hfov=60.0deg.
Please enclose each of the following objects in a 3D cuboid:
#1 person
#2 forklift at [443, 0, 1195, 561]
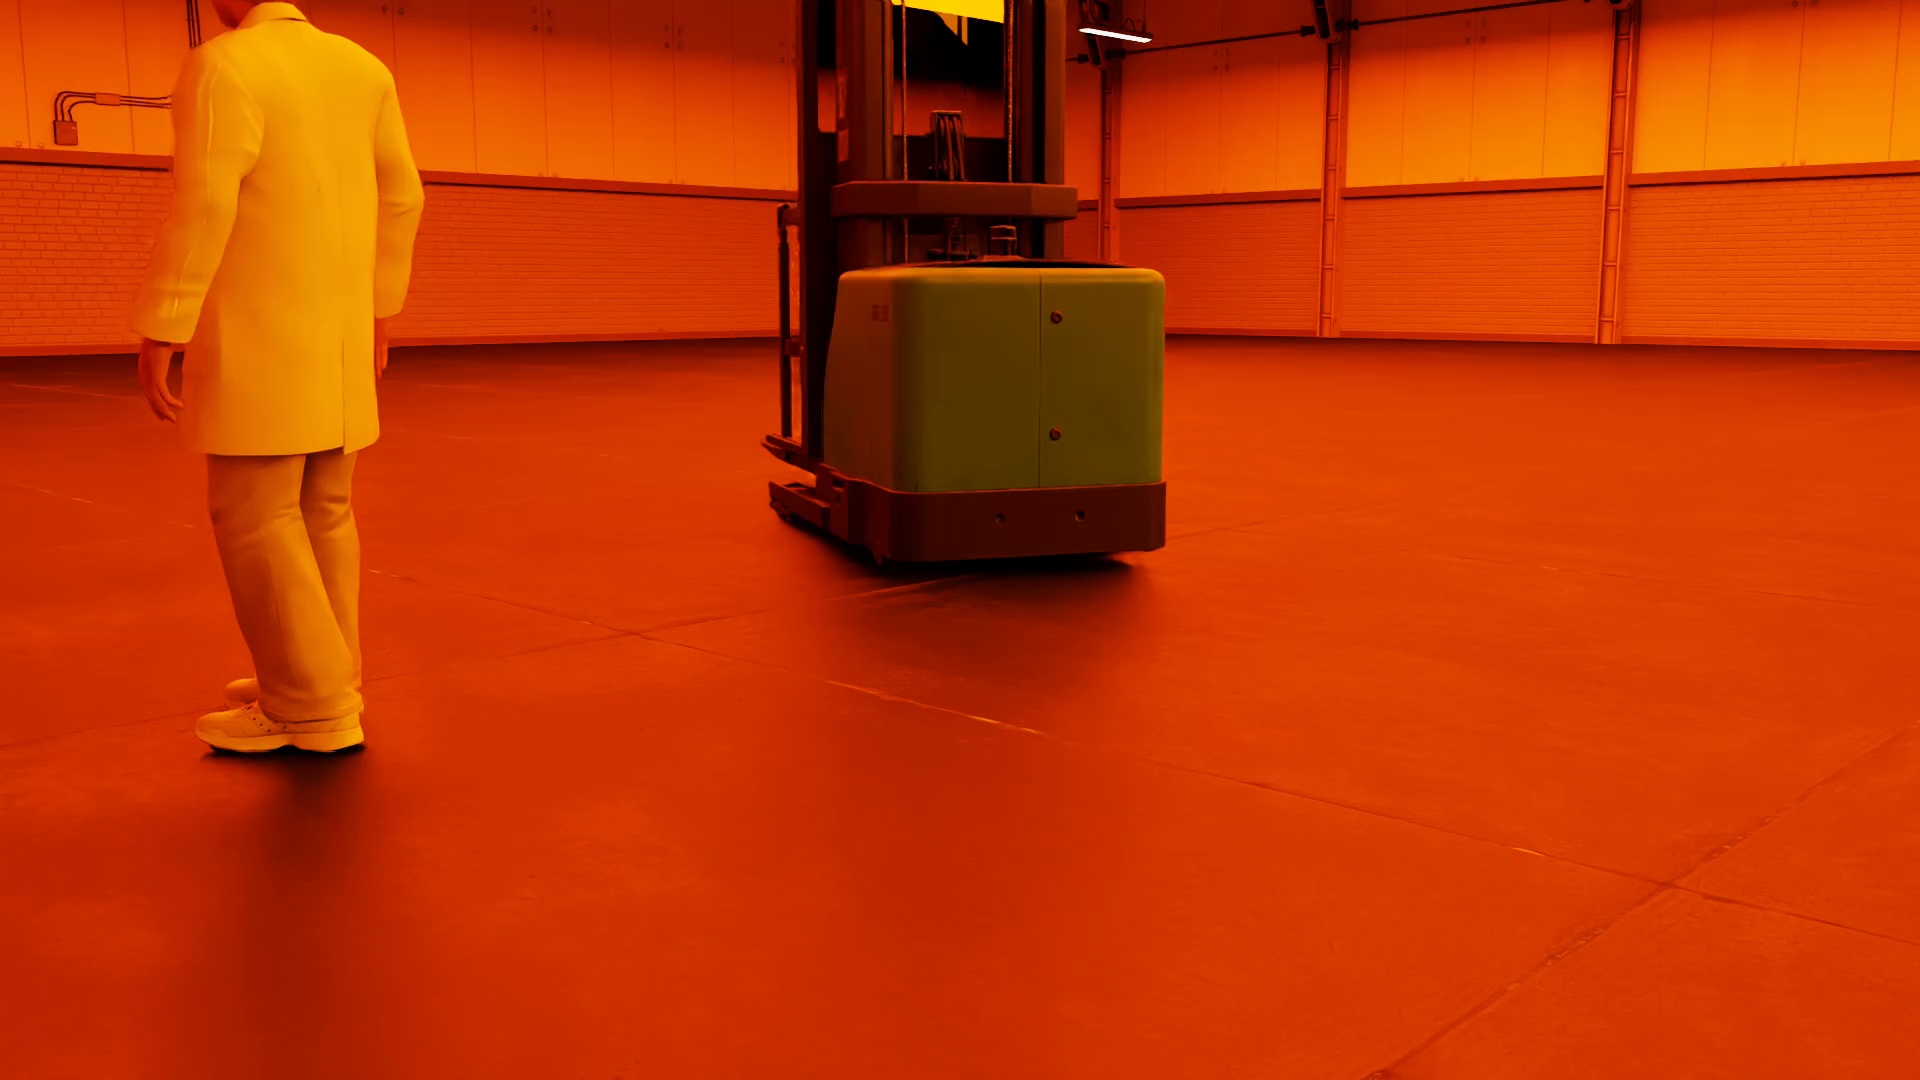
[{"bbox_3d":[-1.547,-0.438,3.613,0.582,1.775,0.695,2,9,16],"label":"person"},{"bbox_3d":[-0.611,-1.472,6.652,3.031,2.935,1.130,2,9,16],"label":"forklift"}]
